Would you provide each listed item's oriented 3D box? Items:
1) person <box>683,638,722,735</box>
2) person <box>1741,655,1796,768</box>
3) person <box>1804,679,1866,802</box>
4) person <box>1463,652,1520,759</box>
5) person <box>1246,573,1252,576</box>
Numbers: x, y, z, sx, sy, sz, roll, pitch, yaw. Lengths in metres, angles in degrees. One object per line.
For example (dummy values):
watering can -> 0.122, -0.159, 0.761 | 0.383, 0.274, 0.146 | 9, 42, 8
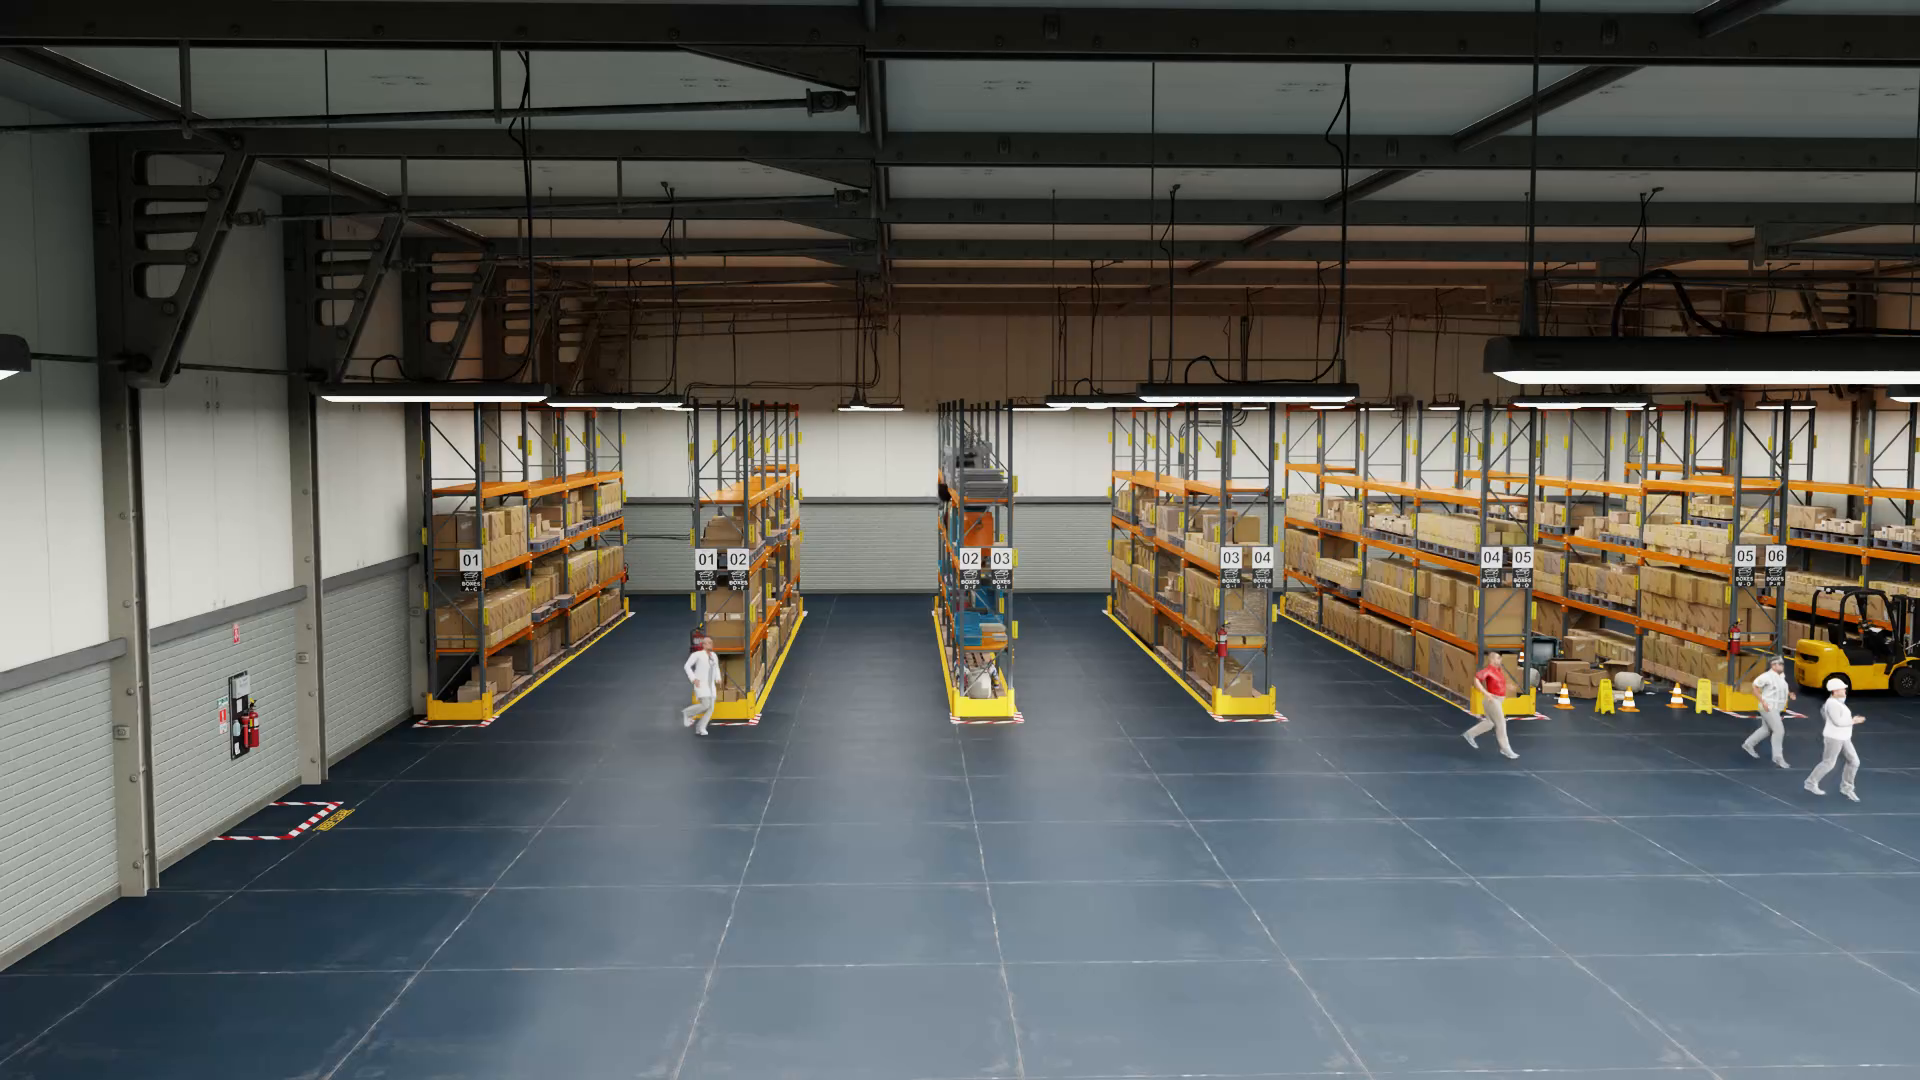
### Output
person -> -4.574, 2.606, 29.859 | 0.655, 1.702, 0.761 | 3, 6, 38
person -> 13.249, 2.767, 27.239 | 0.655, 1.822, 0.854 | -4, 6, -43
person -> 12.984, 2.967, 24.656 | 0.771, 1.835, 0.627 | 4, 6, 40
person -> 8.926, 2.744, 27.862 | 0.952, 1.746, 0.662 | 3, 5, 31
person -> 8.298, 1.185, 48.337 | 0.665, 1.782, 0.714 | -3, 5, -38
